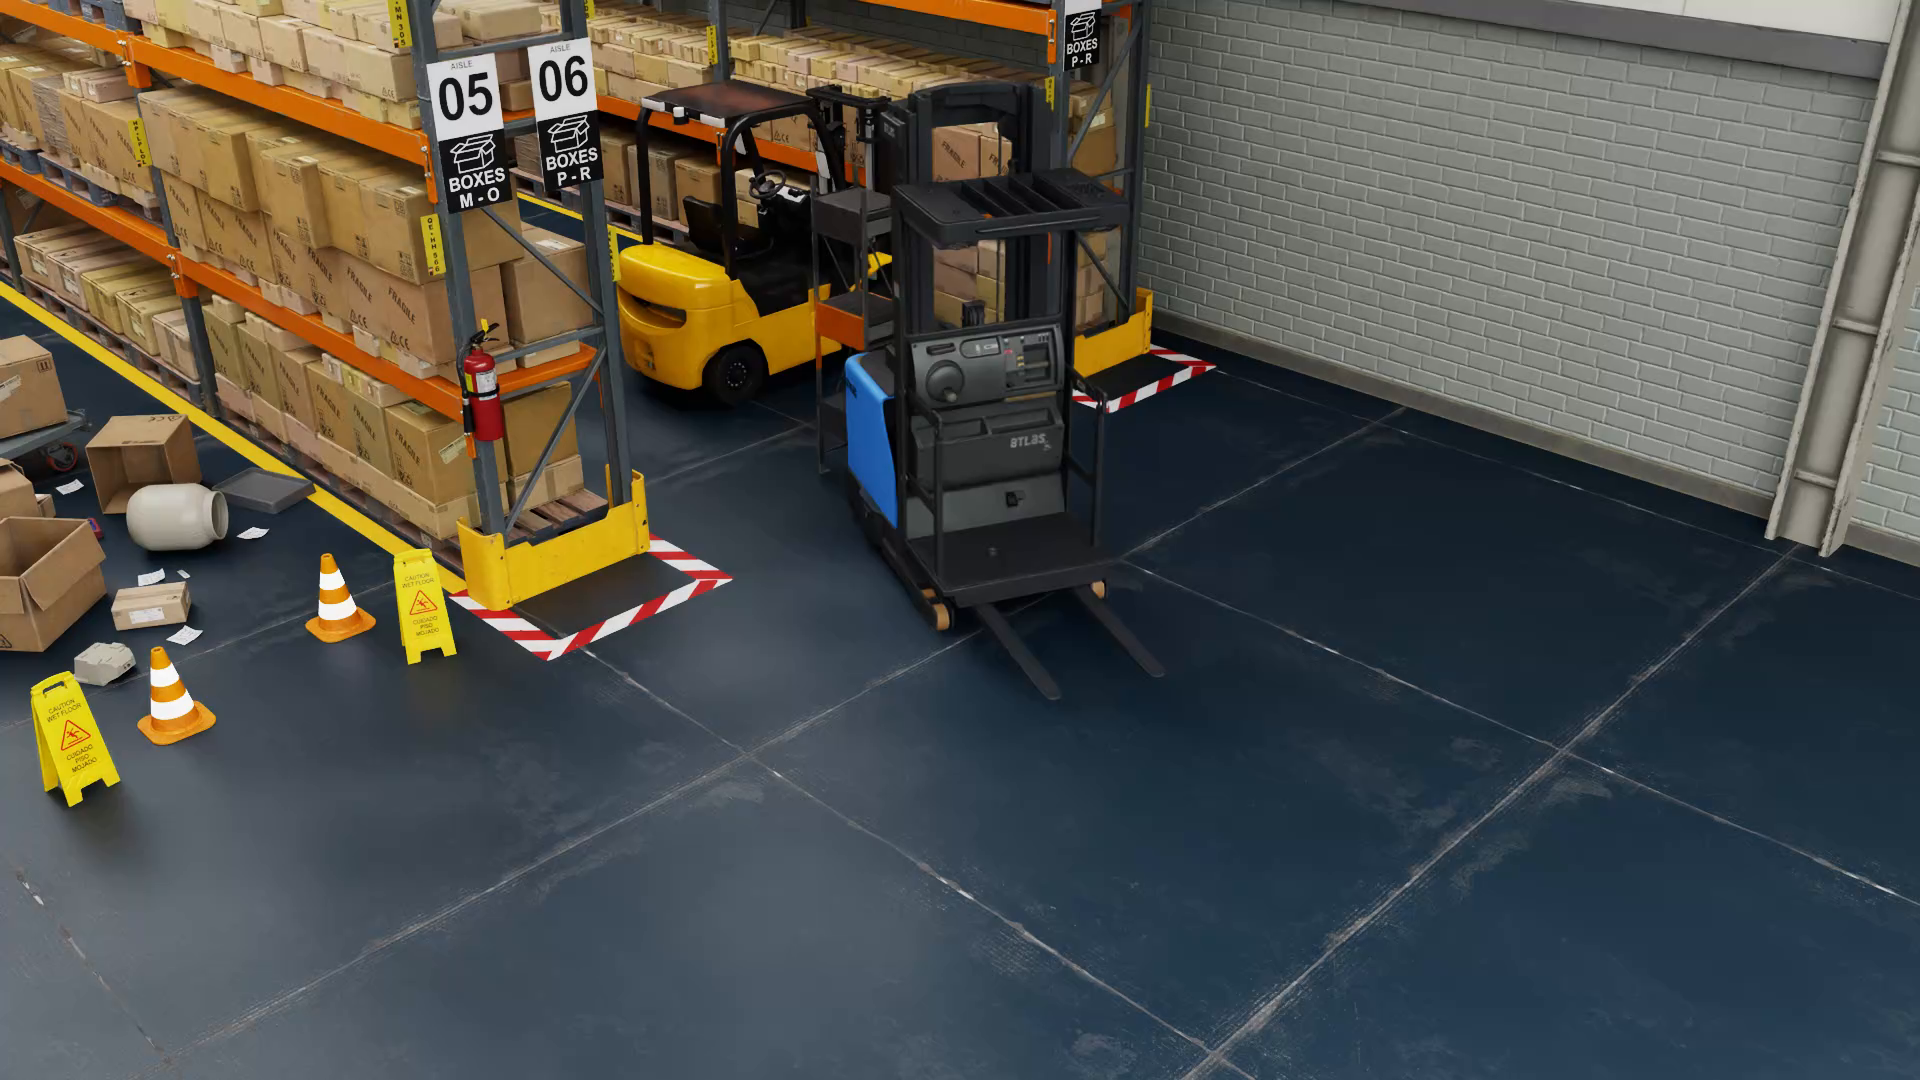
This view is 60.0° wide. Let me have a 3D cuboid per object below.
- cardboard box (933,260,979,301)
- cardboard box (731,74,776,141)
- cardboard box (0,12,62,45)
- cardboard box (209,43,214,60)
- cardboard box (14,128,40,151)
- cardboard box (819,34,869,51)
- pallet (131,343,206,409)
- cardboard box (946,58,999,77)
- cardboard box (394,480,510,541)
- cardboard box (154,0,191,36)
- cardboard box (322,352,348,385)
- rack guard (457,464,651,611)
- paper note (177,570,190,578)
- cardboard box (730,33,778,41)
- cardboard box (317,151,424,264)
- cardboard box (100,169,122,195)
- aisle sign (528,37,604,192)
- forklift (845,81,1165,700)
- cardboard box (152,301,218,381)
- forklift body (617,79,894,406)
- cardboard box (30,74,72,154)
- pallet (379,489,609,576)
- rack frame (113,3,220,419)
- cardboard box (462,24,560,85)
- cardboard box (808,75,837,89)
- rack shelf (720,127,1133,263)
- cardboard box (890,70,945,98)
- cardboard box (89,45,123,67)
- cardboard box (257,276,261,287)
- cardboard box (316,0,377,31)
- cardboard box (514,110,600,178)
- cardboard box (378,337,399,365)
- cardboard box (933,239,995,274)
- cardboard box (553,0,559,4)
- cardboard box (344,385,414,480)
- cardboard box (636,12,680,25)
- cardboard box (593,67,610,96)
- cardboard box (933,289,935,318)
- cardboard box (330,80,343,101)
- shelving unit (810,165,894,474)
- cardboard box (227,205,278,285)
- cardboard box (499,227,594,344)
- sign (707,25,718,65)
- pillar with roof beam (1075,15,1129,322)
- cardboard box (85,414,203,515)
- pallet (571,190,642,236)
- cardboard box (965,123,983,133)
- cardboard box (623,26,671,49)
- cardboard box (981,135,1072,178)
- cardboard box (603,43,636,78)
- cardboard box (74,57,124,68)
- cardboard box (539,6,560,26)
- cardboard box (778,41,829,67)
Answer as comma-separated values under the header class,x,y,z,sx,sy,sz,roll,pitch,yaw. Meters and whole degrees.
class,x,y,z,sx,sy,sz,roll,pitch,yaw
cardboard box,0.128,-2.176,13.624,0.500,0.250,0.500,24,36,38
cardboard box,-1.675,-3.881,14.794,0.500,0.500,0.500,23,36,37
cardboard box,-8.318,-4.454,14.809,0.500,0.500,0.500,23,36,37
cardboard box,-4.500,-3.119,10.500,0.250,0.149,0.380,23,36,37
cardboard box,-7.514,-3.328,13.667,0.250,0.149,0.380,25,37,39
cardboard box,-1.021,-4.350,14.669,0.250,0.149,0.380,24,36,38
pallet,-5.842,-1.439,13.254,1.213,0.211,1.003,25,36,38
cardboard box,0.104,-3.867,13.750,0.250,0.149,0.380,24,36,37
cardboard box,-3.215,-0.266,10.530,0.500,0.250,0.500,24,36,38
cardboard box,-4.790,-3.413,10.630,0.500,0.250,0.500,24,36,38
cardboard box,-3.860,-1.145,10.698,0.380,0.149,0.250,-23,36,-37
rack guard,-2.487,-0.033,10.270,0.348,0.500,1.175,25,36,38
paper note,-4.823,0.211,10.331,0.123,0.001,0.032,25,36,38
cardboard box,-1.908,-4.586,15.437,0.250,0.149,0.380,24,36,37
cardboard box,-3.306,-1.995,9.813,0.700,0.500,0.500,-25,37,-39
cardboard box,-6.231,-2.735,12.541,0.250,0.149,0.380,24,36,38
aisle sign,-2.172,-2.348,9.193,0.004,0.787,0.394,25,36,38
forklift,0.244,-0.981,9.460,1.130,2.935,3.031,-10,29,-18
cardboard box,-5.661,-1.613,12.961,0.950,0.372,0.625,-25,37,-39
forklift body,-1.587,-2.401,12.999,1.214,2.155,2.313,25,36,38
cardboard box,-6.868,-3.359,13.030,0.500,0.500,0.500,23,35,37
pallet,-3.042,-0.182,10.863,1.213,0.211,1.003,25,36,38
rack frame,-5.286,-2.420,12.123,0.127,3.000,1.000,25,36,38
cardboard box,-2.605,-2.760,9.388,0.500,0.250,0.500,24,36,38
cardboard box,-1.064,-3.858,14.052,0.250,0.149,0.380,24,36,38
rack shelf,-0.382,-3.098,14.184,4.000,0.370,1.077,25,36,38
cardboard box,-0.339,-3.657,13.350,0.380,0.149,0.250,-24,36,-38
cardboard box,-6.773,-3.934,13.427,0.250,0.149,0.380,23,35,36
cardboard box,-4.495,-1.789,11.193,0.250,0.149,0.380,24,36,38
cardboard box,-3.378,-2.971,9.360,0.250,0.149,0.380,25,37,39
cardboard box,-4.225,-4.300,17.799,0.875,0.625,0.625,-24,36,-38
cardboard box,-3.276,-1.191,10.056,0.250,0.149,0.380,24,36,38
cardboard box,0.129,-2.386,13.487,0.500,0.250,0.500,-25,36,-38
cardboard box,-4.022,-5.618,17.400,0.380,0.149,0.250,-24,36,-38
cardboard box,-3.562,-0.760,10.663,0.500,0.500,0.500,-24,36,-37
cardboard box,-2.963,-5.099,16.413,0.380,0.149,0.250,-25,37,-39
cardboard box,-3.419,-4.580,16.392,0.500,0.250,0.500,-24,36,-38
cardboard box,-0.211,-2.112,14.041,0.500,0.250,0.500,-25,37,-39
cardboard box,-3.384,-2.628,9.565,0.250,0.149,0.380,25,37,39
shelving unit,-0.652,-1.378,11.101,0.431,2.100,0.503,-24,36,-39
cardboard box,-4.444,-2.036,10.965,0.500,0.500,0.500,24,36,38
cardboard box,-2.577,-1.537,10.017,0.500,0.500,0.500,24,36,38
sign,-2.182,-4.363,14.658,0.005,0.325,0.100,25,36,38
pillar with roof beam,-1.839,-4.516,9.663,0.400,9.000,9.100,25,36,38
cardboard box,-5.475,-0.514,11.180,0.500,0.500,0.500,-3,28,-5
pallet,-3.235,-3.460,17.097,1.213,0.211,1.003,25,36,38
cardboard box,0.255,-3.293,12.979,0.380,0.149,0.250,-24,36,-38
cardboard box,-2.965,-4.761,15.771,0.250,0.149,0.380,24,36,37
cardboard box,0.509,-2.881,12.892,0.500,0.500,0.500,24,36,37
cardboard box,-3.070,-4.633,15.955,0.500,0.250,0.500,-24,36,-38
cardboard box,-6.882,-3.702,13.682,0.500,0.500,0.500,22,35,35
cardboard box,-4.052,-5.260,16.720,0.380,0.149,0.250,-25,37,-39
cardboard box,-1.351,-4.194,14.372,0.250,0.149,0.380,24,36,37
